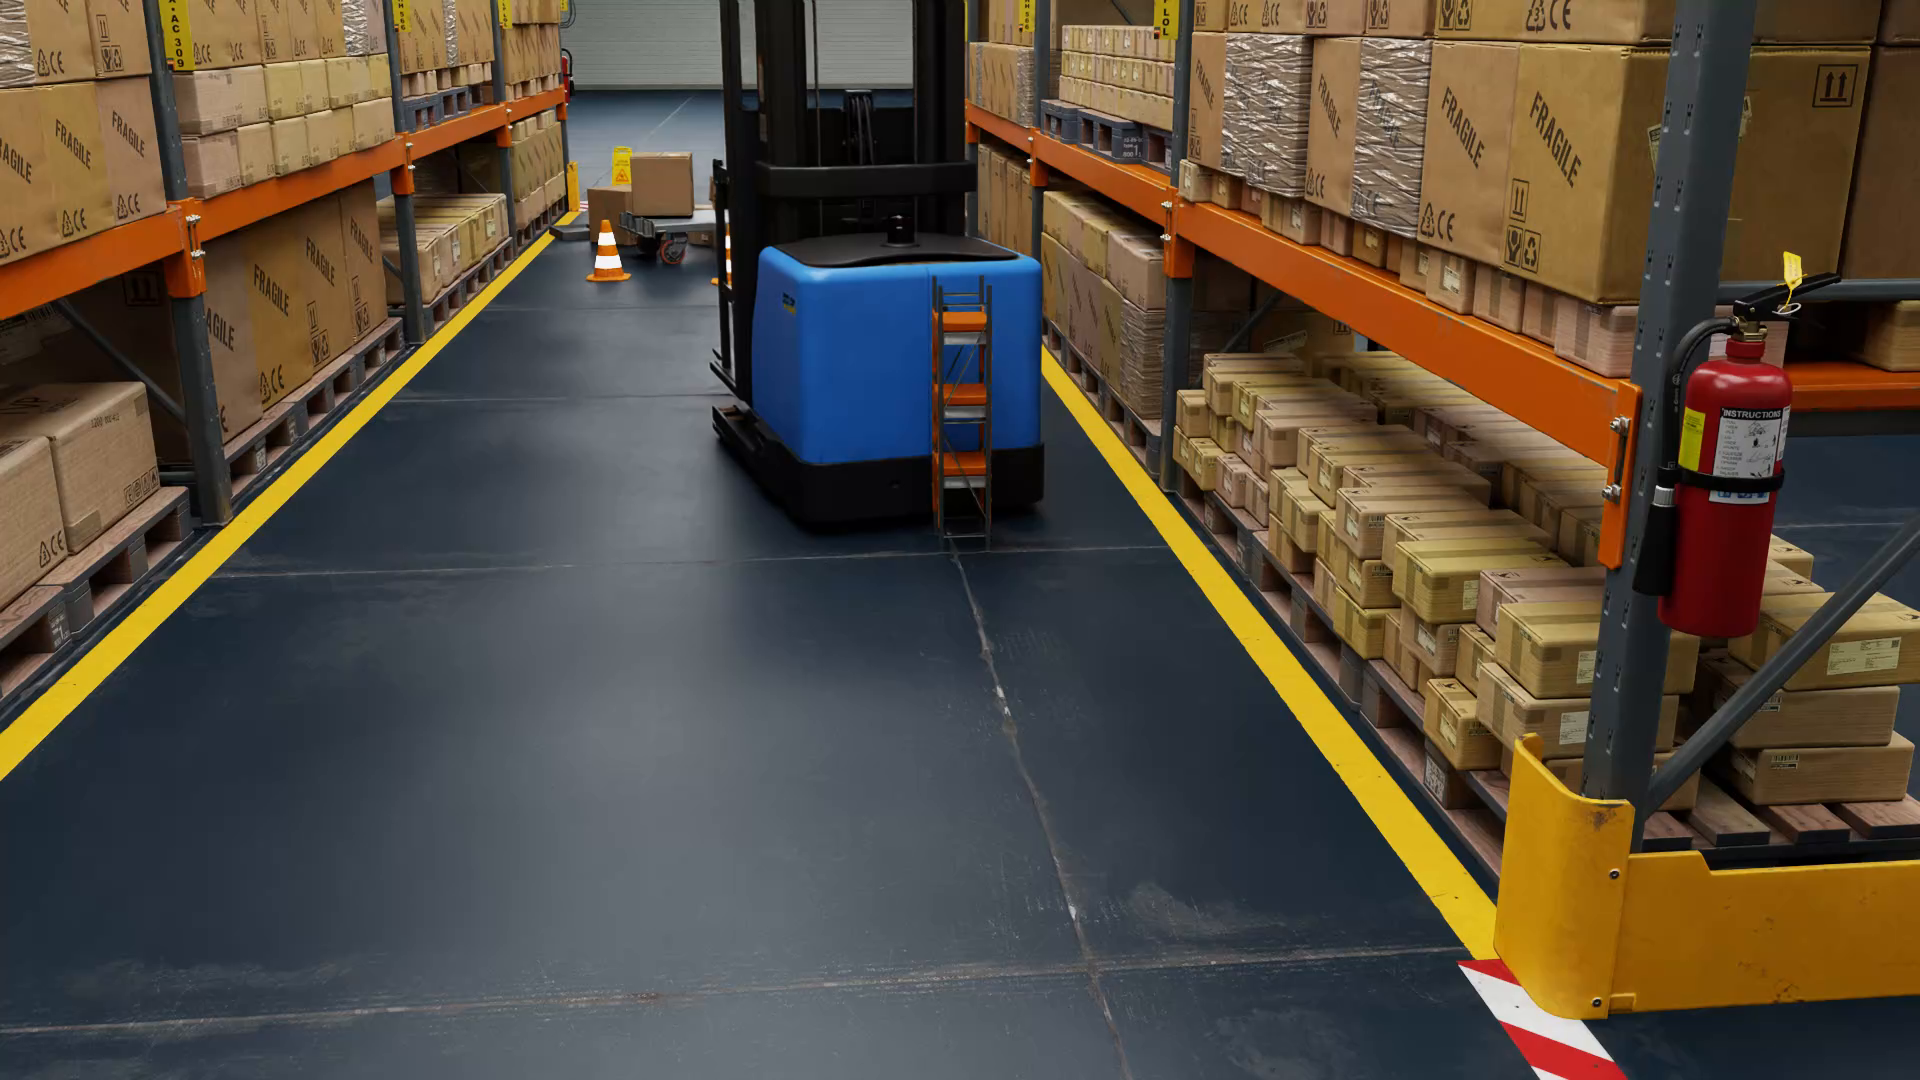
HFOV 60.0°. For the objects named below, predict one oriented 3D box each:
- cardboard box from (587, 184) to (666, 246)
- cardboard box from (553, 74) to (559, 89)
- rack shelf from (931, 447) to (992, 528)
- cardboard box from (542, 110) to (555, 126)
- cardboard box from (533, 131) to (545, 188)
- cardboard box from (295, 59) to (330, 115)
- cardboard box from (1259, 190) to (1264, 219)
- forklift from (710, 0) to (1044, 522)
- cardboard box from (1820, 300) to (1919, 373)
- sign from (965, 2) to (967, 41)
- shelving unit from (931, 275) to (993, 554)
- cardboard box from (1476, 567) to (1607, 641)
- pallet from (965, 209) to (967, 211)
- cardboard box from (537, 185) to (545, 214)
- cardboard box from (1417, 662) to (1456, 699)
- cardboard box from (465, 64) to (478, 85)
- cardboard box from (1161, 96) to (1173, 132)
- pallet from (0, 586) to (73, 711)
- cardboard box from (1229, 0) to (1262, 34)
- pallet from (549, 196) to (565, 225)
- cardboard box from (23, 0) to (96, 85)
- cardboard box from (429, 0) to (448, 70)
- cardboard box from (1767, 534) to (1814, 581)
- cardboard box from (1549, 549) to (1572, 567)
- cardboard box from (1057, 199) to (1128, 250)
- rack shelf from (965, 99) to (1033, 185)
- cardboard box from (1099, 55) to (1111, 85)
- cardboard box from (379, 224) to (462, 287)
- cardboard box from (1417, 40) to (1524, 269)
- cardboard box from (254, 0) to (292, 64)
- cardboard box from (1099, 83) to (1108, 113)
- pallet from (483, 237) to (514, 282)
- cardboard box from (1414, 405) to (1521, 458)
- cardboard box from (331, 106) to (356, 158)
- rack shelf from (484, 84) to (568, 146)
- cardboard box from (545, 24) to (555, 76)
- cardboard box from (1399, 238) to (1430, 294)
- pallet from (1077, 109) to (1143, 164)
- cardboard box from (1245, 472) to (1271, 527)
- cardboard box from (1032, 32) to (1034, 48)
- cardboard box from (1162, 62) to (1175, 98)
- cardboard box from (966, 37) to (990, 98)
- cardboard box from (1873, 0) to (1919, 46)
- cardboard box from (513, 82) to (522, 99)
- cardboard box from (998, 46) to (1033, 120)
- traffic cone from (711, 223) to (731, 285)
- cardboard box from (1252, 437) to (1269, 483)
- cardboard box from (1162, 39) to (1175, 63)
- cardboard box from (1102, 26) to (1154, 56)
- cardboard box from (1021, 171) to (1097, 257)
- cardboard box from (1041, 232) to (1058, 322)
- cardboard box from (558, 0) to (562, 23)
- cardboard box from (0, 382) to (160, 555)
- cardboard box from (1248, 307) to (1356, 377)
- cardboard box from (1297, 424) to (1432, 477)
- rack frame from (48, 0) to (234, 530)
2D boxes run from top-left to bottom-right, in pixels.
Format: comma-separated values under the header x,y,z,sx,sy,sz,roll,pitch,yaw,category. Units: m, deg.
x,y,z,sx,sy,sz,roll,pitch,yaw,category
-3.105,-3.034,15.502,0.500,0.500,0.500,11,21,32,cardboard box
-4.372,-4.759,17.247,0.380,0.149,0.250,-2,18,-6,cardboard box
0.006,-0.210,6.555,0.215,0.259,0.240,-2,18,-6,rack shelf
-4.314,-4.273,16.836,0.380,0.149,0.250,-1,17,-4,cardboard box
-4.259,-3.608,15.799,0.500,0.500,0.500,-1,17,-3,cardboard box
-3.449,-2.243,8.231,0.500,0.250,0.500,-2,18,-7,cardboard box
1.297,-1.215,5.960,0.380,0.149,0.250,-3,18,-8,cardboard box
-0.593,-1.871,7.745,1.130,2.935,3.031,-6,18,-17,forklift
2.096,-0.458,3.549,0.380,0.149,0.250,-2,18,-6,cardboard box
0.014,-4.480,14.362,0.100,0.325,0.005,-2,18,-6,sign
0.006,-0.485,6.469,0.215,1.050,0.252,-2,18,-6,shelving unit
1.528,0.178,4.168,0.380,0.149,0.250,-1,17,-5,cardboard box
0.436,-3.310,16.867,1.003,0.211,1.213,-2,18,-6,pallet
-4.264,-3.253,15.921,0.500,0.250,0.500,-2,18,-6,cardboard box
1.473,0.383,4.508,0.380,0.149,0.250,-2,18,-6,cardboard box
-3.918,-3.569,12.756,0.380,0.149,0.250,-2,18,-5,cardboard box
1.125,-1.934,7.546,0.380,0.149,0.250,-2,18,-5,cardboard box
-3.393,0.443,4.913,1.003,0.211,1.213,-2,18,-6,pallet
1.263,-2.034,5.816,0.500,0.500,0.500,-2,18,-7,cardboard box
-4.704,-3.459,17.344,1.003,0.211,1.213,-2,18,-6,pallet
-3.155,-1.722,5.317,0.500,0.500,0.500,-2,18,-6,cardboard box
-3.874,-3.516,11.505,0.500,0.500,0.500,-1,17,-5,cardboard box
2.040,0.080,4.479,0.380,0.149,0.250,-2,18,-6,cardboard box
1.879,0.073,4.999,0.380,0.149,0.250,-3,18,-8,cardboard box
0.861,-1.857,9.804,0.500,0.250,0.500,-2,18,-6,cardboard box
0.772,-3.108,12.770,1.077,0.370,4.000,-2,18,-6,rack shelf
0.962,-2.544,8.994,0.380,0.149,0.250,-2,18,-6,cardboard box
-4.068,-2.007,11.748,0.950,0.372,0.625,-2,18,-7,cardboard box
1.453,-0.941,4.003,0.500,0.500,0.500,-2,18,-7,cardboard box
-3.411,-2.445,7.622,0.500,0.500,0.500,-2,18,-7,cardboard box
0.962,-2.401,9.036,0.380,0.149,0.250,-2,17,-5,cardboard box
-4.266,-2.302,13.656,1.003,0.211,1.213,-2,18,-6,pallet
1.854,-0.383,5.955,0.380,0.149,0.250,-3,18,-8,cardboard box
-3.521,-2.156,8.786,0.500,0.250,0.500,-2,18,-6,cardboard box
-4.554,-4.117,15.983,1.077,0.370,4.000,-2,18,-6,rack shelf
-4.383,-4.943,16.750,0.500,0.500,0.500,-2,18,-6,cardboard box
1.412,-0.744,4.460,0.380,0.149,0.250,-3,18,-8,cardboard box
1.223,-2.175,8.918,1.003,0.211,1.213,-2,18,-6,pallet
1.289,-0.159,6.235,0.380,0.149,0.250,-2,18,-7,cardboard box
0.888,-3.665,11.506,0.700,0.500,0.500,-2,18,-6,cardboard box
1.125,-2.077,7.506,0.380,0.149,0.250,-2,18,-5,cardboard box
0.516,-4.228,14.886,0.875,0.550,0.550,-2,18,-6,cardboard box
2.021,-1.280,3.415,0.500,0.500,0.500,-2,18,-6,cardboard box
-4.187,-4.074,15.067,0.380,0.149,0.250,-1,17,-4,cardboard box
0.563,-3.326,12.098,0.500,0.500,0.500,-2,18,-7,cardboard box
-1.803,-2.272,13.141,0.336,0.463,0.334,-2,18,-6,traffic cone
1.311,-0.303,6.196,0.380,0.149,0.250,-3,18,-8,cardboard box
1.126,-2.221,7.470,0.380,0.149,0.250,-2,18,-7,cardboard box
0.970,-2.684,8.945,0.380,0.149,0.250,-1,17,-4,cardboard box
1.005,-2.166,11.625,1.050,0.750,0.750,-2,18,-6,cardboard box
0.797,-1.644,10.379,0.500,0.500,0.500,-3,18,-8,cardboard box
-4.490,-5.577,17.100,0.700,0.500,0.500,-2,18,-7,cardboard box
-3.565,-0.268,6.099,0.875,0.438,0.875,-2,18,-6,cardboard box
1.578,-0.900,8.007,0.500,0.500,0.500,-1,17,-3,cardboard box
1.369,-0.287,5.648,0.380,0.149,0.250,-3,18,-8,cardboard box
-3.523,-1.480,6.385,1.000,3.000,0.127,-2,18,-6,rack frame
